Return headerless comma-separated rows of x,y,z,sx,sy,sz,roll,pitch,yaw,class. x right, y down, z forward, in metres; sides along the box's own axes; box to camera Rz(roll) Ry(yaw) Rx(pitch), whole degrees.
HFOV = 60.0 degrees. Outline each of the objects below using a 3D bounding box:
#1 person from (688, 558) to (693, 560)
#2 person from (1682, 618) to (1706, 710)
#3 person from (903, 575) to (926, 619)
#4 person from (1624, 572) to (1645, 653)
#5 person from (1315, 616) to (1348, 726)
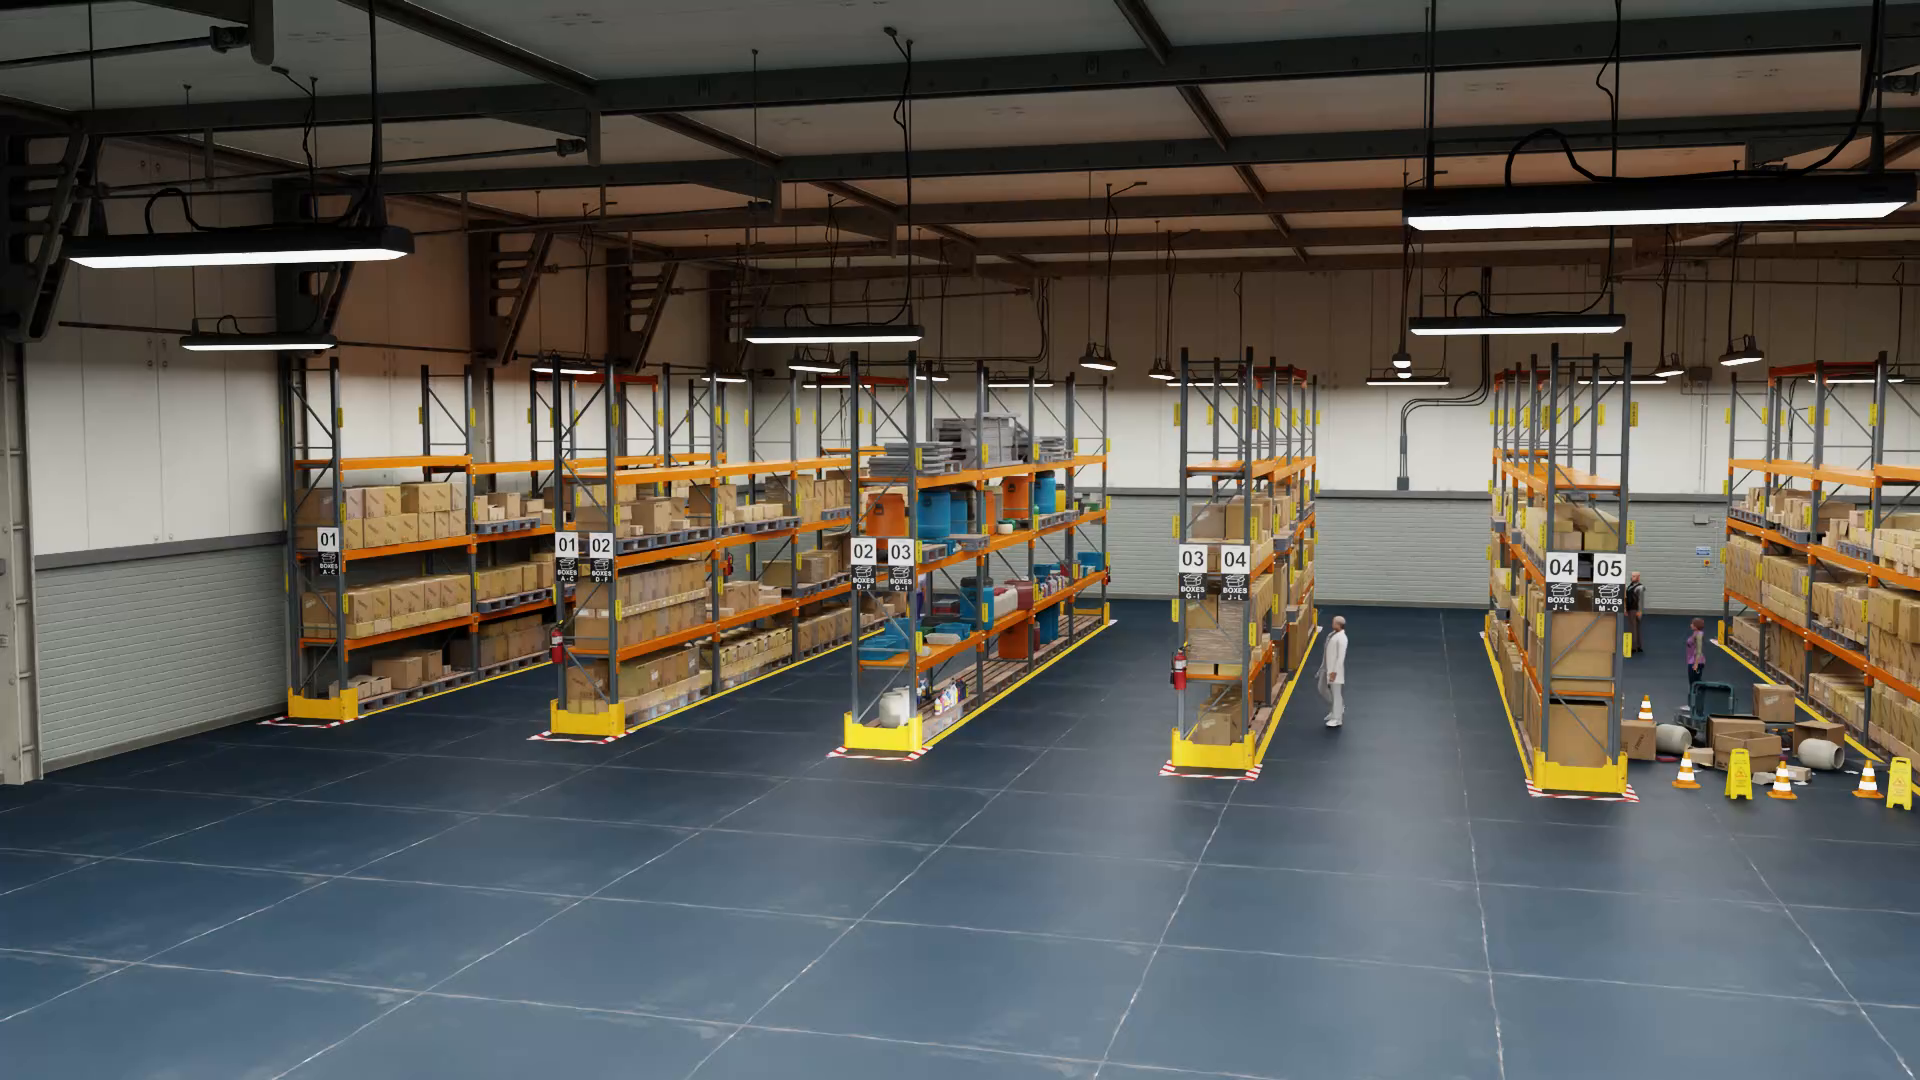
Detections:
-6.145,1.323,38.011,0.373,1.805,0.614,2,5,22,person
12.603,2.121,28.456,0.364,1.602,0.456,4,6,43,person
-1.054,1.366,38.687,0.487,1.599,0.929,2,4,21,person
14.426,1.533,35.631,0.442,1.724,0.562,1,4,18,person
6.109,2.127,27.148,0.509,1.770,0.663,-1,4,-15,person
